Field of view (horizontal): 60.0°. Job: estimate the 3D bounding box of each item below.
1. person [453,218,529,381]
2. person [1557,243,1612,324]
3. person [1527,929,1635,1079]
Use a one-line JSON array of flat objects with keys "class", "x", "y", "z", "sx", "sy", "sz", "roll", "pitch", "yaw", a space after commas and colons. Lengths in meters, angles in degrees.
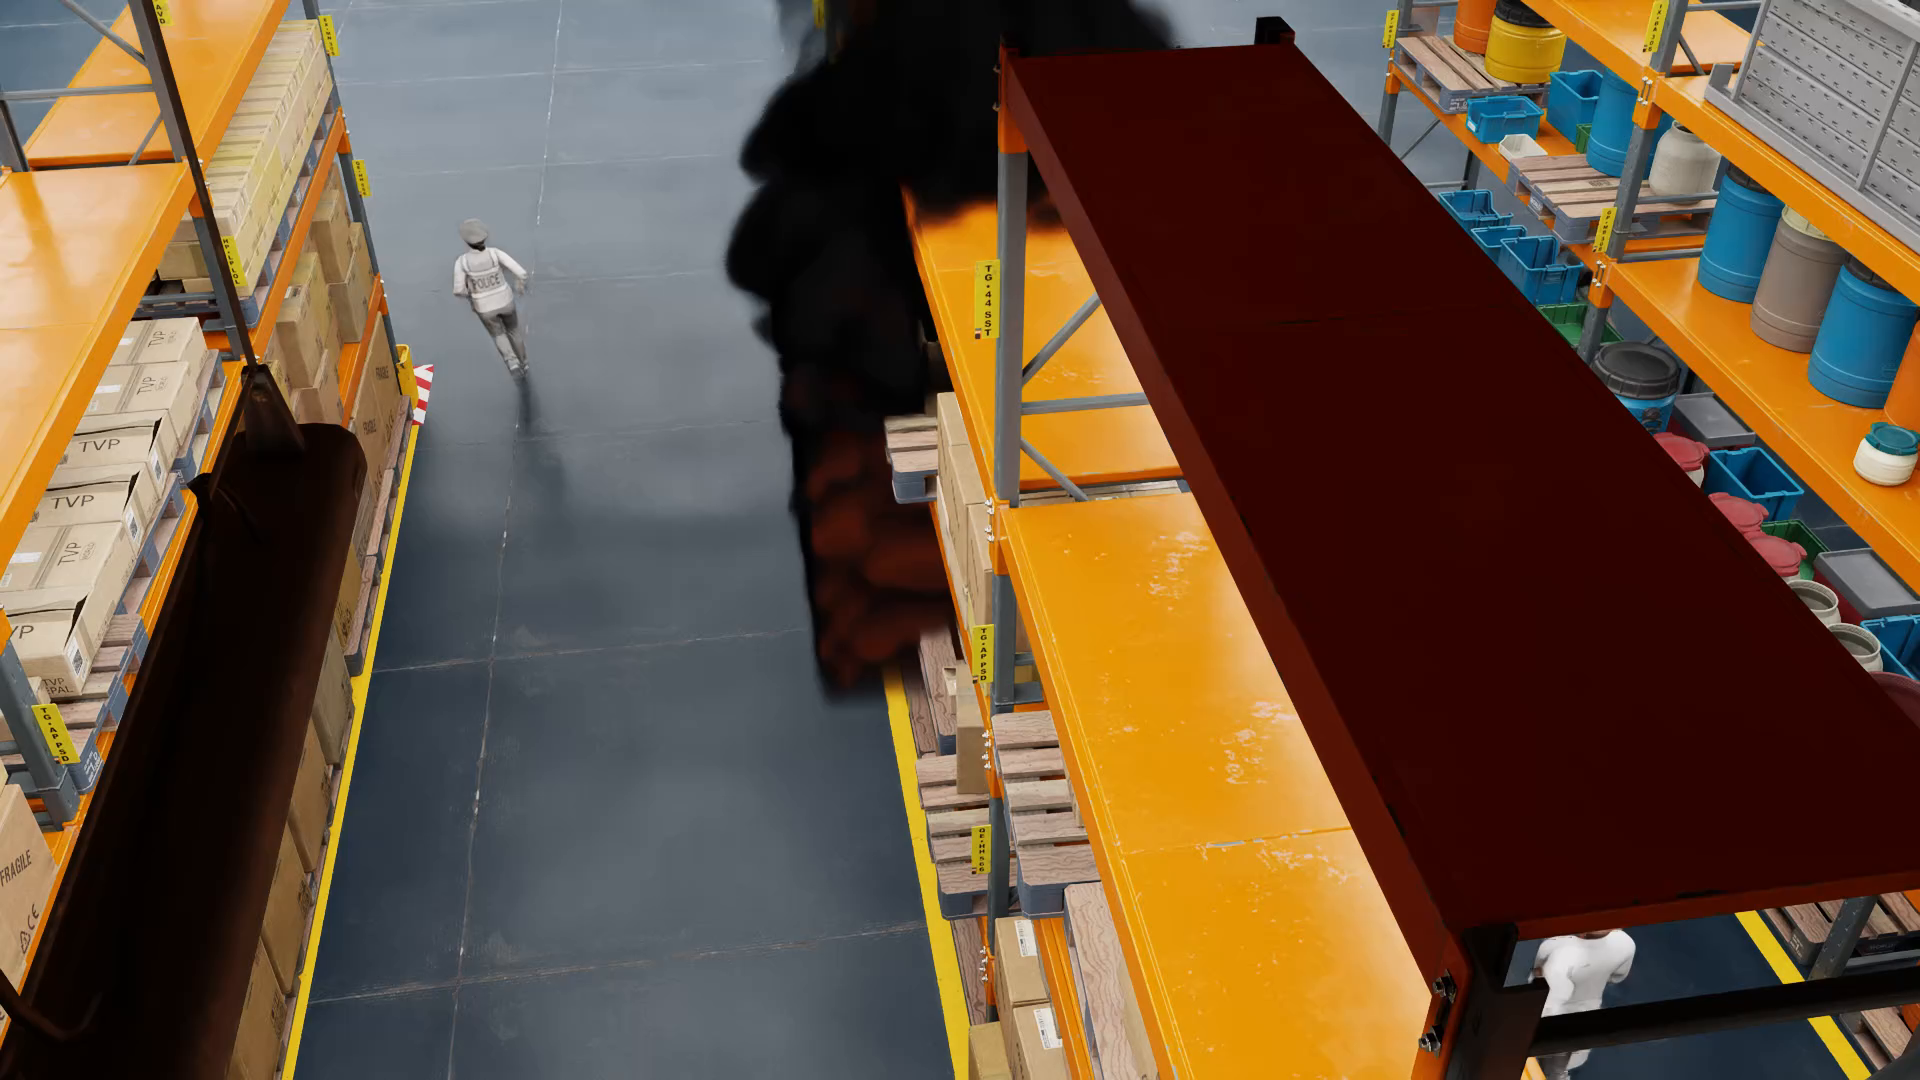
[{"class": "person", "x": -4.173, "y": -2.099, "z": 14.964, "sx": 0.613, "sy": 1.662, "sz": 0.603, "roll": -14, "pitch": 39, "yaw": -18}, {"class": "person", "x": 5.873, "y": -2.635, "z": 15.706, "sx": 0.617, "sy": 1.600, "sz": 0.706, "roll": -8, "pitch": 37, "yaw": -11}, {"class": "person", "x": 3.069, "y": 2.463, "z": 8.625, "sx": 0.681, "sy": 1.796, "sz": 0.775, "roll": -9, "pitch": 37, "yaw": -12}]
